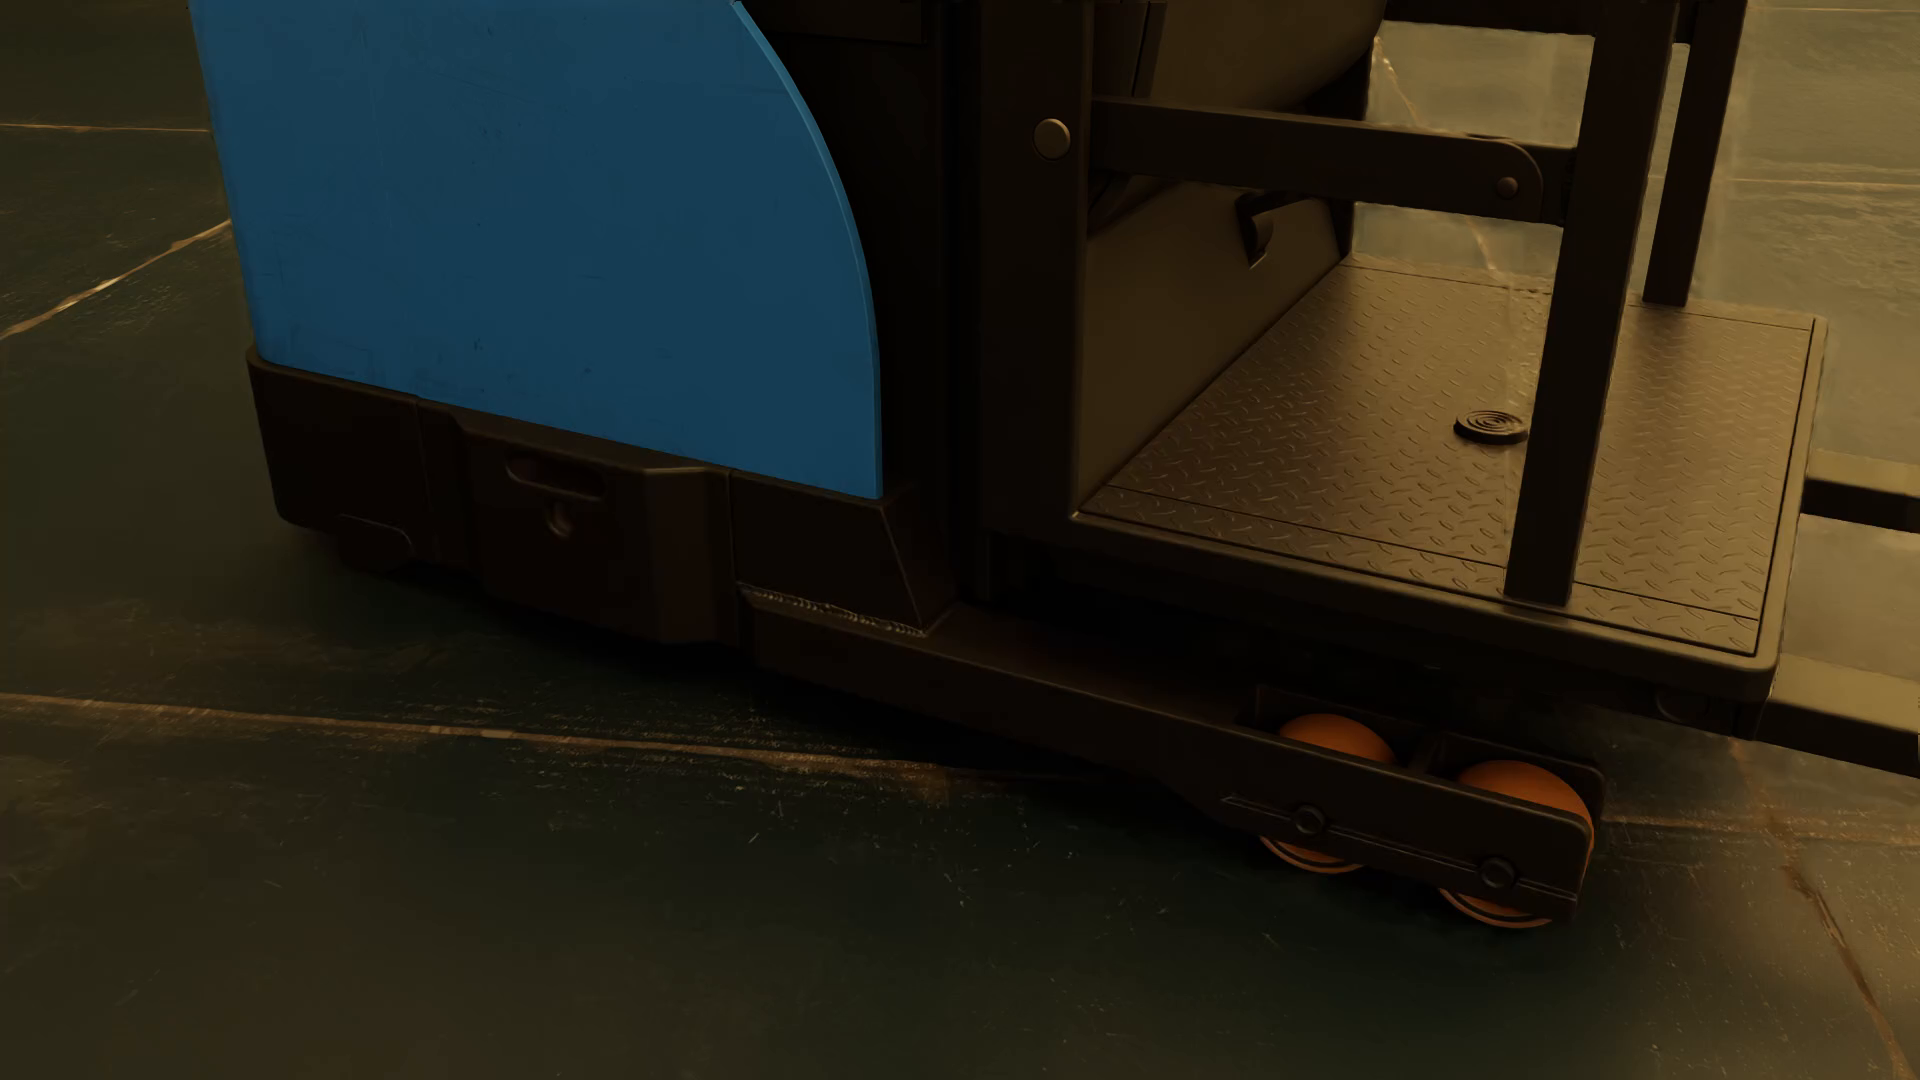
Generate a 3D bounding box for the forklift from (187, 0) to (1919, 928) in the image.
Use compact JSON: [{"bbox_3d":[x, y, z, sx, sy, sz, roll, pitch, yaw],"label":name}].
[{"bbox_3d":[0.542,-1.187,1.595,3.031,2.935,1.130,13,29,24],"label":"forklift"}]
